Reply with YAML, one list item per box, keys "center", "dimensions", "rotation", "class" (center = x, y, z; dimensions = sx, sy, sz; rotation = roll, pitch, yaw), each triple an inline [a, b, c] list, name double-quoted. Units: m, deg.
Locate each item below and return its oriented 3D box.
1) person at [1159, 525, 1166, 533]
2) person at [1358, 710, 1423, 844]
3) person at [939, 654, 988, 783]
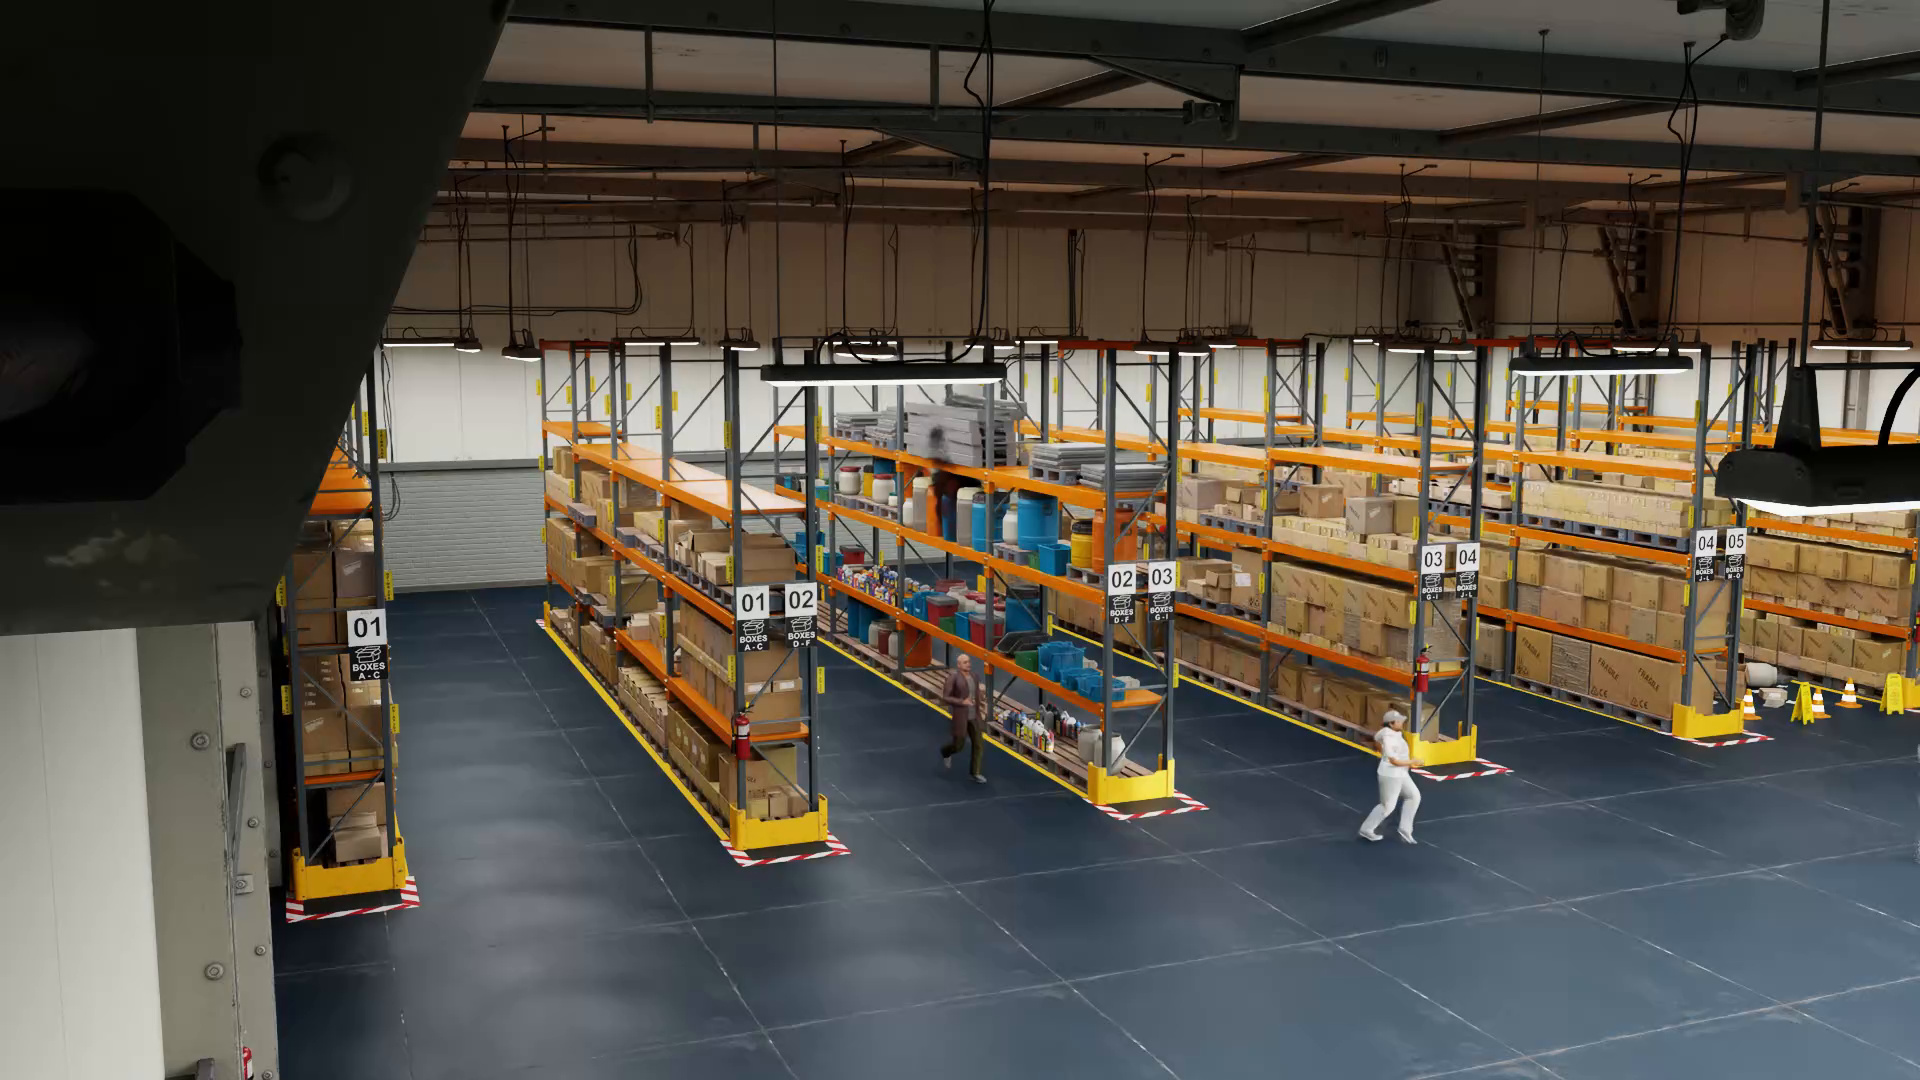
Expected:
- center: [5.189, 0.122, 41.487]
  dimensions: [0.706, 1.683, 0.705]
  rotation: [-5, 9, -32]
  class: "person"
- center: [5.265, 2.906, 20.294]
  dimensions: [0.733, 1.703, 0.608]
  rotation: [3, 8, 19]
  class: "person"
- center: [0.066, 2.456, 23.156]
  dimensions: [0.721, 1.750, 0.958]
  rotation: [-5, 9, -34]
  class: "person"
